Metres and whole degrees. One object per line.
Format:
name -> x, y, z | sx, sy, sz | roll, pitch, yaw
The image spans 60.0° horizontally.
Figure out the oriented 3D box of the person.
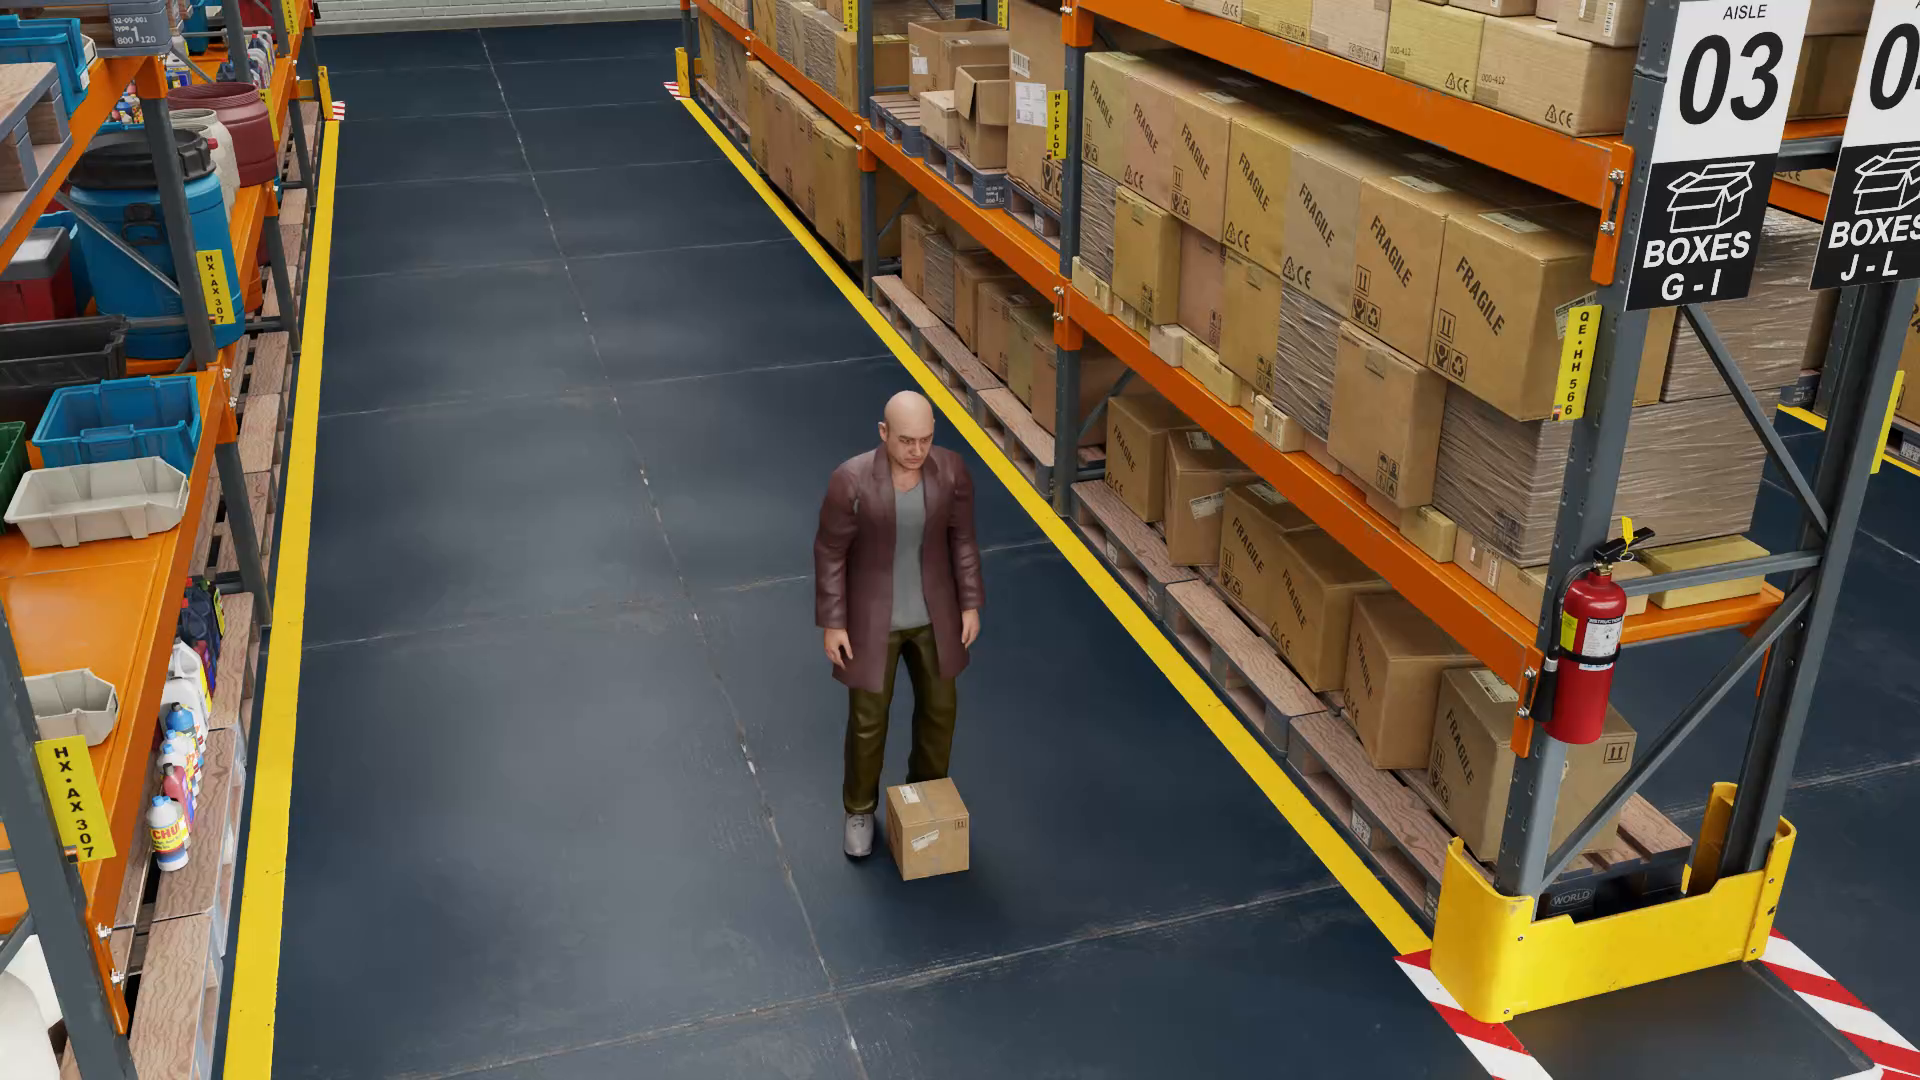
person -> -0.212, 0.284, 6.049 | 0.640, 1.773, 0.427 | -8, 27, -17
